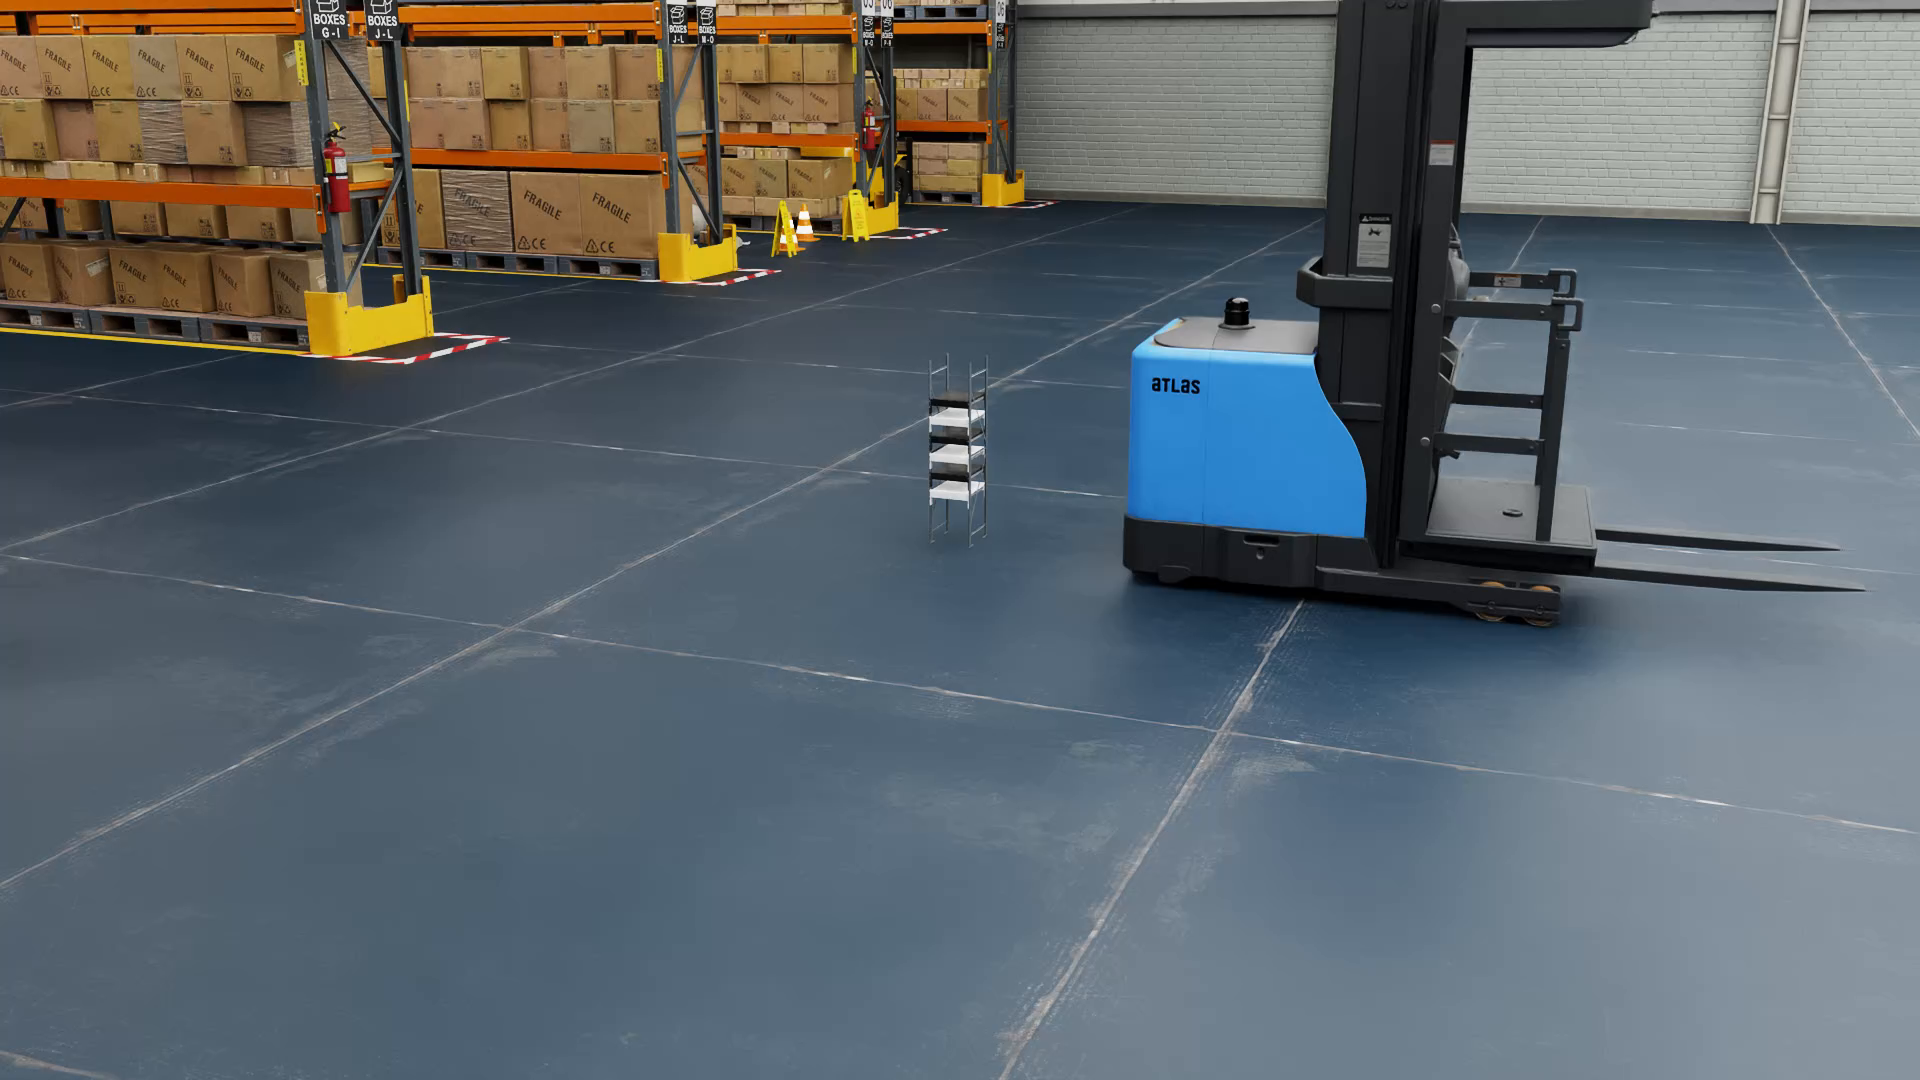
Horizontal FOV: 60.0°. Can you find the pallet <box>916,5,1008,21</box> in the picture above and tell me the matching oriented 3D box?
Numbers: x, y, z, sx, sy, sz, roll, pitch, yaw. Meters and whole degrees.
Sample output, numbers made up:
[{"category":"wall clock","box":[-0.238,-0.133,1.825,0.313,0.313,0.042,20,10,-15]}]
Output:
[{"category":"pallet","box":[0.033,-8.387,26.462,1.213,0.211,1.003,6,17,21]}]

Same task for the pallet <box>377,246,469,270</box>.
[{"category":"pallet","box":[-5.901,-3.300,19.163,1.213,0.211,1.003,6,17,21]}]

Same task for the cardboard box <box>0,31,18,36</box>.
[{"category":"cardboard box","box":[-9.182,-4.069,14.979,1.000,1.000,1.000,6,17,21]}]

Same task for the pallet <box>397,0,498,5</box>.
[{"category":"pallet","box":[-5.823,-6.049,18.408,1.213,0.211,1.003,6,17,21]}]

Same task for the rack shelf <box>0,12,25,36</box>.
[{"category":"rack shelf","box":[-10.354,-4.761,15.103,4.000,0.370,1.077,6,17,21]}]

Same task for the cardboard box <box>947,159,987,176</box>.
[{"category":"cardboard box","box":[0.114,-6.000,26.743,0.500,0.250,0.500,6,17,20]}]

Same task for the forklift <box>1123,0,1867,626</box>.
[{"category":"forklift","box":[2.312,-1.214,7.098,3.031,2.935,1.130,5,17,17]}]

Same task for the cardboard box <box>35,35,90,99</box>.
[{"category":"cardboard box","box":[-7.238,-3.918,13.784,0.500,0.500,0.500,6,17,21]}]

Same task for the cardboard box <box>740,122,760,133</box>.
[{"category":"cardboard box","box":[-2.779,-5.597,22.524,0.250,0.149,0.380,6,17,20]}]

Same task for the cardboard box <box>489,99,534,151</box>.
[{"category":"cardboard box","box":[-4.723,-4.610,18.405,0.500,0.550,0.875,6,17,21]}]

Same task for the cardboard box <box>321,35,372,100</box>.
[{"category":"cardboard box","box":[-5.184,-3.850,13.549,0.500,0.500,0.500,6,17,21]}]

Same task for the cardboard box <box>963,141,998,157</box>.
[{"category":"cardboard box","box":[0.303,-6.370,27.120,0.500,0.250,0.500,6,17,20]}]

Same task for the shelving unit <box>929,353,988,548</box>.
[{"category":"shelving unit","box":[-0.008,-0.433,8.051,0.210,0.900,0.258,6,17,21]}]

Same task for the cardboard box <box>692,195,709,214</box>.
[{"category":"cardboard box","box":[-3.413,-4.677,23.083,0.500,0.250,0.500,6,17,20]}]

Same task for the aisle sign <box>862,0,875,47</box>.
[{"category":"aisle sign","box":[-1.185,-6.789,21.517,0.004,0.787,0.394,6,17,21]}]

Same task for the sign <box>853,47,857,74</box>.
[{"category":"sign","box":[-1.359,-6.188,21.466,0.005,0.325,0.100,6,17,21]}]

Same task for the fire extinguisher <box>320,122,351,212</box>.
[{"category":"fire extinguisher","box":[-4.835,-2.884,12.866,0.183,0.674,0.296,6,17,21]}]

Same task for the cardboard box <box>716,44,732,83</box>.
[{"category":"cardboard box","box":[-3.085,-6.455,22.523,0.500,0.500,0.700,6,17,20]}]

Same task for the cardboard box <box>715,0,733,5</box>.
[{"category":"cardboard box","box":[-3.134,-7.271,22.194,0.500,0.250,0.500,6,17,21]}]

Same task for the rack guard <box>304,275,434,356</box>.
[{"category":"rack guard","box":[-4.844,-1.859,13.682,0.348,0.500,1.175,6,17,21]}]

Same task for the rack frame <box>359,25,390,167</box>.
[{"category":"rack frame","box":[-8.579,-6.441,24.979,0.127,3.000,1.000,6,17,21]}]

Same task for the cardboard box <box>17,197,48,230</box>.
[{"category":"cardboard box","box":[-11.491,-4.201,20.996,0.500,0.500,0.500,7,18,23]}]

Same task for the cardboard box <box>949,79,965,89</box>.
[{"category":"cardboard box","box":[0.007,-7.251,26.427,0.250,0.149,0.380,7,17,22]}]

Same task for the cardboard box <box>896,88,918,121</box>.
[{"category":"cardboard box","box":[-0.829,-7.048,26.892,0.500,0.500,0.500,6,17,20]}]

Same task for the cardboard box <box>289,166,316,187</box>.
[{"category":"cardboard box","box":[-5.114,-2.907,13.258,0.250,0.149,0.380,6,17,21]}]

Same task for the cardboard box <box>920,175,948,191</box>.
[{"category":"cardboard box","box":[-0.331,-5.811,26.988,0.500,0.250,0.500,6,17,21]}]

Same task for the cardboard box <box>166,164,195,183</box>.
[{"category":"cardboard box","box":[-6.283,-3.031,13.684,0.250,0.149,0.380,6,17,21]}]

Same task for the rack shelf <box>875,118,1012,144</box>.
[{"category":"rack shelf","box":[-1.179,-6.769,27.401,4.000,0.370,1.077,6,17,21]}]

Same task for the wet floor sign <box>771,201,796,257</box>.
[{"category":"wet floor sign","box":[-2.105,-3.708,19.789,0.232,0.644,0.267,3,17,11]}]

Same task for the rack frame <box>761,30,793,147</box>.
[{"category":"rack frame","box":[-3.040,-7.319,28.005,0.127,3.000,1.000,6,17,21]}]

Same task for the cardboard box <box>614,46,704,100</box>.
[{"category":"cardboard box","box":[-3.190,-4.967,17.696,0.550,0.550,0.875,6,17,21]}]

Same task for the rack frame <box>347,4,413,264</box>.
[{"category":"rack frame","box":[-6.580,-4.737,19.112,0.127,3.000,1.000,6,17,21]}]

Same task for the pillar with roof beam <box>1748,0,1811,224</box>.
[{"category":"pillar with roof beam","box":[9.948,-7.752,18.736,0.400,9.000,9.100,6,17,21]}]

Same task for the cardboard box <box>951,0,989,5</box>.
[{"category":"cardboard box","box":[0.180,-8.630,26.030,0.500,0.500,0.500,7,18,22]}]

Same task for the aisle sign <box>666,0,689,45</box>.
[{"category":"aisle sign","box":[-2.903,-5.492,17.047,0.004,0.787,0.394,6,17,21]}]

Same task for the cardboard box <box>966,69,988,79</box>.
[{"category":"cardboard box","box":[0.271,-7.394,26.388,0.250,0.149,0.380,6,17,21]}]

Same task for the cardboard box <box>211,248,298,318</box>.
[{"category":"cardboard box","box":[-5.916,-2.174,14.012,0.500,0.500,0.500,12,20,35]}]

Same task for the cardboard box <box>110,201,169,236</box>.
[{"category":"cardboard box","box":[-9.767,-4.182,20.481,0.750,0.750,1.050,6,17,20]}]

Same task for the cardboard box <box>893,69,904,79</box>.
[{"category":"cardboard box","box":[-0.953,-7.499,26.748,0.250,0.149,0.380,7,17,22]}]

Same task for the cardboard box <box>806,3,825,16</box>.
[{"category":"cardboard box","box":[-1.815,-6.923,21.711,0.250,0.149,0.380,6,17,21]}]

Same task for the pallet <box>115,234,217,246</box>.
[{"category":"pallet","box":[-9.595,-3.707,20.565,1.213,0.211,1.003,6,17,21]}]

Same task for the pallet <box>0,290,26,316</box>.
[{"category":"pallet","box":[-9.219,-2.201,15.378,1.213,0.211,1.003,6,17,21]}]

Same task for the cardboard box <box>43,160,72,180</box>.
[{"category":"cardboard box","box":[-7.480,-3.134,14.039,0.250,0.149,0.380,6,17,21]}]

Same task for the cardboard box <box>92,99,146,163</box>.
[{"category":"cardboard box","box":[-6.694,-3.443,13.940,0.500,0.500,0.875,6,17,21]}]

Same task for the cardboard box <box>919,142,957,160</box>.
[{"category":"cardboard box","box":[-0.339,-6.288,26.840,0.500,0.250,0.500,7,17,22]}]

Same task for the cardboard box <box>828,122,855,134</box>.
[{"category":"cardboard box","box":[-1.563,-5.484,22.136,0.250,0.149,0.380,7,18,22]}]

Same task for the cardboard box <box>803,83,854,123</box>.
[{"category":"cardboard box","box":[-1.743,-5.797,22.050,0.500,0.500,0.500,6,17,20]}]

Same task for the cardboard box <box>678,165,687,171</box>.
[{"category":"cardboard box","box":[-3.906,-5.091,23.163,0.500,0.500,0.500,7,18,23]}]

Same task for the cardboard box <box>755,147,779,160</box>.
[{"category":"cardboard box","box":[-2.576,-5.236,22.500,0.250,0.149,0.380,7,17,22]}]

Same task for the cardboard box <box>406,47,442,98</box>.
[{"category":"cardboard box","box":[-5.695,-5.255,18.690,0.550,0.550,0.875,6,17,21]}]

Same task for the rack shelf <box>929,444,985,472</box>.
[{"category":"rack shelf","box":[-0.008,-0.401,8.060,0.200,0.077,0.258,6,17,21]}]

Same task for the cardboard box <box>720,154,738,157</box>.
[{"category":"cardboard box","box":[-3.260,-5.178,23.465,0.500,0.500,0.500,7,18,24]}]

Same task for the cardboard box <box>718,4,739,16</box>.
[{"category":"cardboard box","box":[-3.016,-7.052,22.154,0.250,0.149,0.380,6,17,20]}]

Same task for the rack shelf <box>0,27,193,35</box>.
[{"category":"rack shelf","box":[-14.160,-8.150,26.775,4.000,0.370,1.077,6,17,21]}]
